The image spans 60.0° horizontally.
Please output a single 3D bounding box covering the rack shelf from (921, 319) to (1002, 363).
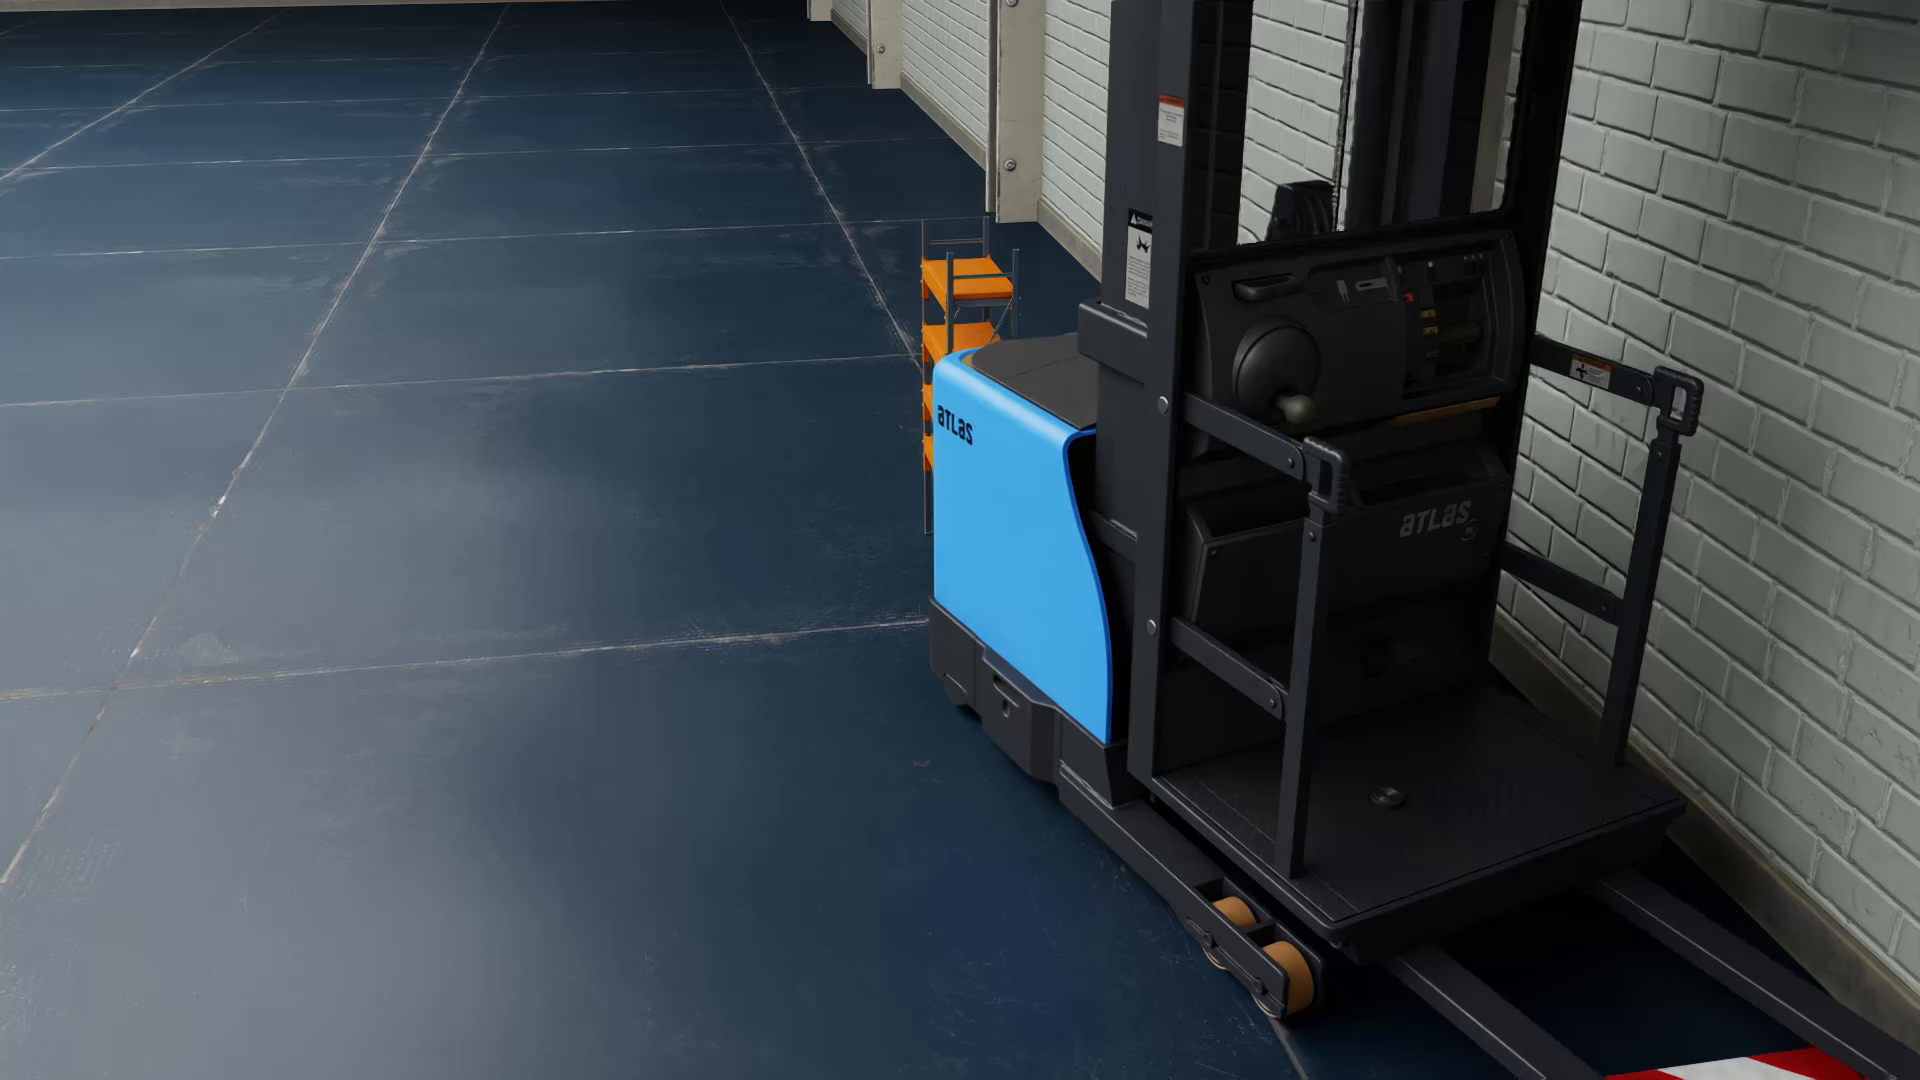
[{"bbox_3d":[0.031,-0.628,5.798,0.258,0.148,0.480,-4,24,-10],"label":"rack shelf"}]

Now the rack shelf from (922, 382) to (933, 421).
[{"bbox_3d":[0.031,-0.423,5.888,0.258,0.148,0.480,-4,24,-10],"label":"rack shelf"}]

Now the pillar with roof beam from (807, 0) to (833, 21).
[{"bbox_3d":[-6.085,-10.729,19.573,9.100,9.000,0.400,-4,24,-10],"label":"pillar with roof beam"}]

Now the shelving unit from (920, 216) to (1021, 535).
[{"bbox_3d":[0.031,-0.485,5.861,0.258,1.200,0.503,-4,24,-10],"label":"shelving unit"}]

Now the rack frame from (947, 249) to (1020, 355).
[{"bbox_3d":[0.076,-0.389,5.641,0.240,1.200,0.015,-4,24,-10],"label":"rack frame"}]

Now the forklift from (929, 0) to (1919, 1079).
[{"bbox_3d":[1.036,-0.467,3.657,1.130,2.935,3.031,-12,26,-25],"label":"forklift"}]

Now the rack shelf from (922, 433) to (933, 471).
[{"bbox_3d":[0.031,-0.241,5.967,0.258,0.148,0.480,-4,24,-10],"label":"rack shelf"}]

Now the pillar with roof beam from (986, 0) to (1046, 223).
[{"bbox_3d":[-3.866,-6.009,8.766,9.100,9.000,0.400,-4,24,-10],"label":"pillar with roof beam"}]

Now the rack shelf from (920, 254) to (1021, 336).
[{"bbox_3d":[0.031,-0.845,5.703,0.258,0.148,0.480,-4,24,-10],"label":"rack shelf"}]

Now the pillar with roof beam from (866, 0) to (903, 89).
[{"bbox_3d":[-4.976,-8.369,14.170,9.100,9.000,0.400,-4,24,-10],"label":"pillar with roof beam"}]

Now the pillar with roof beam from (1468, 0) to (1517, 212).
[{"bbox_3d":[-2.757,-3.649,3.362,9.100,9.000,0.400,-4,24,-10],"label":"pillar with roof beam"}]

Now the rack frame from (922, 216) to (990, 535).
[{"bbox_3d":[-0.015,-0.581,6.081,0.240,1.200,0.015,-4,24,-10],"label":"rack frame"}]
